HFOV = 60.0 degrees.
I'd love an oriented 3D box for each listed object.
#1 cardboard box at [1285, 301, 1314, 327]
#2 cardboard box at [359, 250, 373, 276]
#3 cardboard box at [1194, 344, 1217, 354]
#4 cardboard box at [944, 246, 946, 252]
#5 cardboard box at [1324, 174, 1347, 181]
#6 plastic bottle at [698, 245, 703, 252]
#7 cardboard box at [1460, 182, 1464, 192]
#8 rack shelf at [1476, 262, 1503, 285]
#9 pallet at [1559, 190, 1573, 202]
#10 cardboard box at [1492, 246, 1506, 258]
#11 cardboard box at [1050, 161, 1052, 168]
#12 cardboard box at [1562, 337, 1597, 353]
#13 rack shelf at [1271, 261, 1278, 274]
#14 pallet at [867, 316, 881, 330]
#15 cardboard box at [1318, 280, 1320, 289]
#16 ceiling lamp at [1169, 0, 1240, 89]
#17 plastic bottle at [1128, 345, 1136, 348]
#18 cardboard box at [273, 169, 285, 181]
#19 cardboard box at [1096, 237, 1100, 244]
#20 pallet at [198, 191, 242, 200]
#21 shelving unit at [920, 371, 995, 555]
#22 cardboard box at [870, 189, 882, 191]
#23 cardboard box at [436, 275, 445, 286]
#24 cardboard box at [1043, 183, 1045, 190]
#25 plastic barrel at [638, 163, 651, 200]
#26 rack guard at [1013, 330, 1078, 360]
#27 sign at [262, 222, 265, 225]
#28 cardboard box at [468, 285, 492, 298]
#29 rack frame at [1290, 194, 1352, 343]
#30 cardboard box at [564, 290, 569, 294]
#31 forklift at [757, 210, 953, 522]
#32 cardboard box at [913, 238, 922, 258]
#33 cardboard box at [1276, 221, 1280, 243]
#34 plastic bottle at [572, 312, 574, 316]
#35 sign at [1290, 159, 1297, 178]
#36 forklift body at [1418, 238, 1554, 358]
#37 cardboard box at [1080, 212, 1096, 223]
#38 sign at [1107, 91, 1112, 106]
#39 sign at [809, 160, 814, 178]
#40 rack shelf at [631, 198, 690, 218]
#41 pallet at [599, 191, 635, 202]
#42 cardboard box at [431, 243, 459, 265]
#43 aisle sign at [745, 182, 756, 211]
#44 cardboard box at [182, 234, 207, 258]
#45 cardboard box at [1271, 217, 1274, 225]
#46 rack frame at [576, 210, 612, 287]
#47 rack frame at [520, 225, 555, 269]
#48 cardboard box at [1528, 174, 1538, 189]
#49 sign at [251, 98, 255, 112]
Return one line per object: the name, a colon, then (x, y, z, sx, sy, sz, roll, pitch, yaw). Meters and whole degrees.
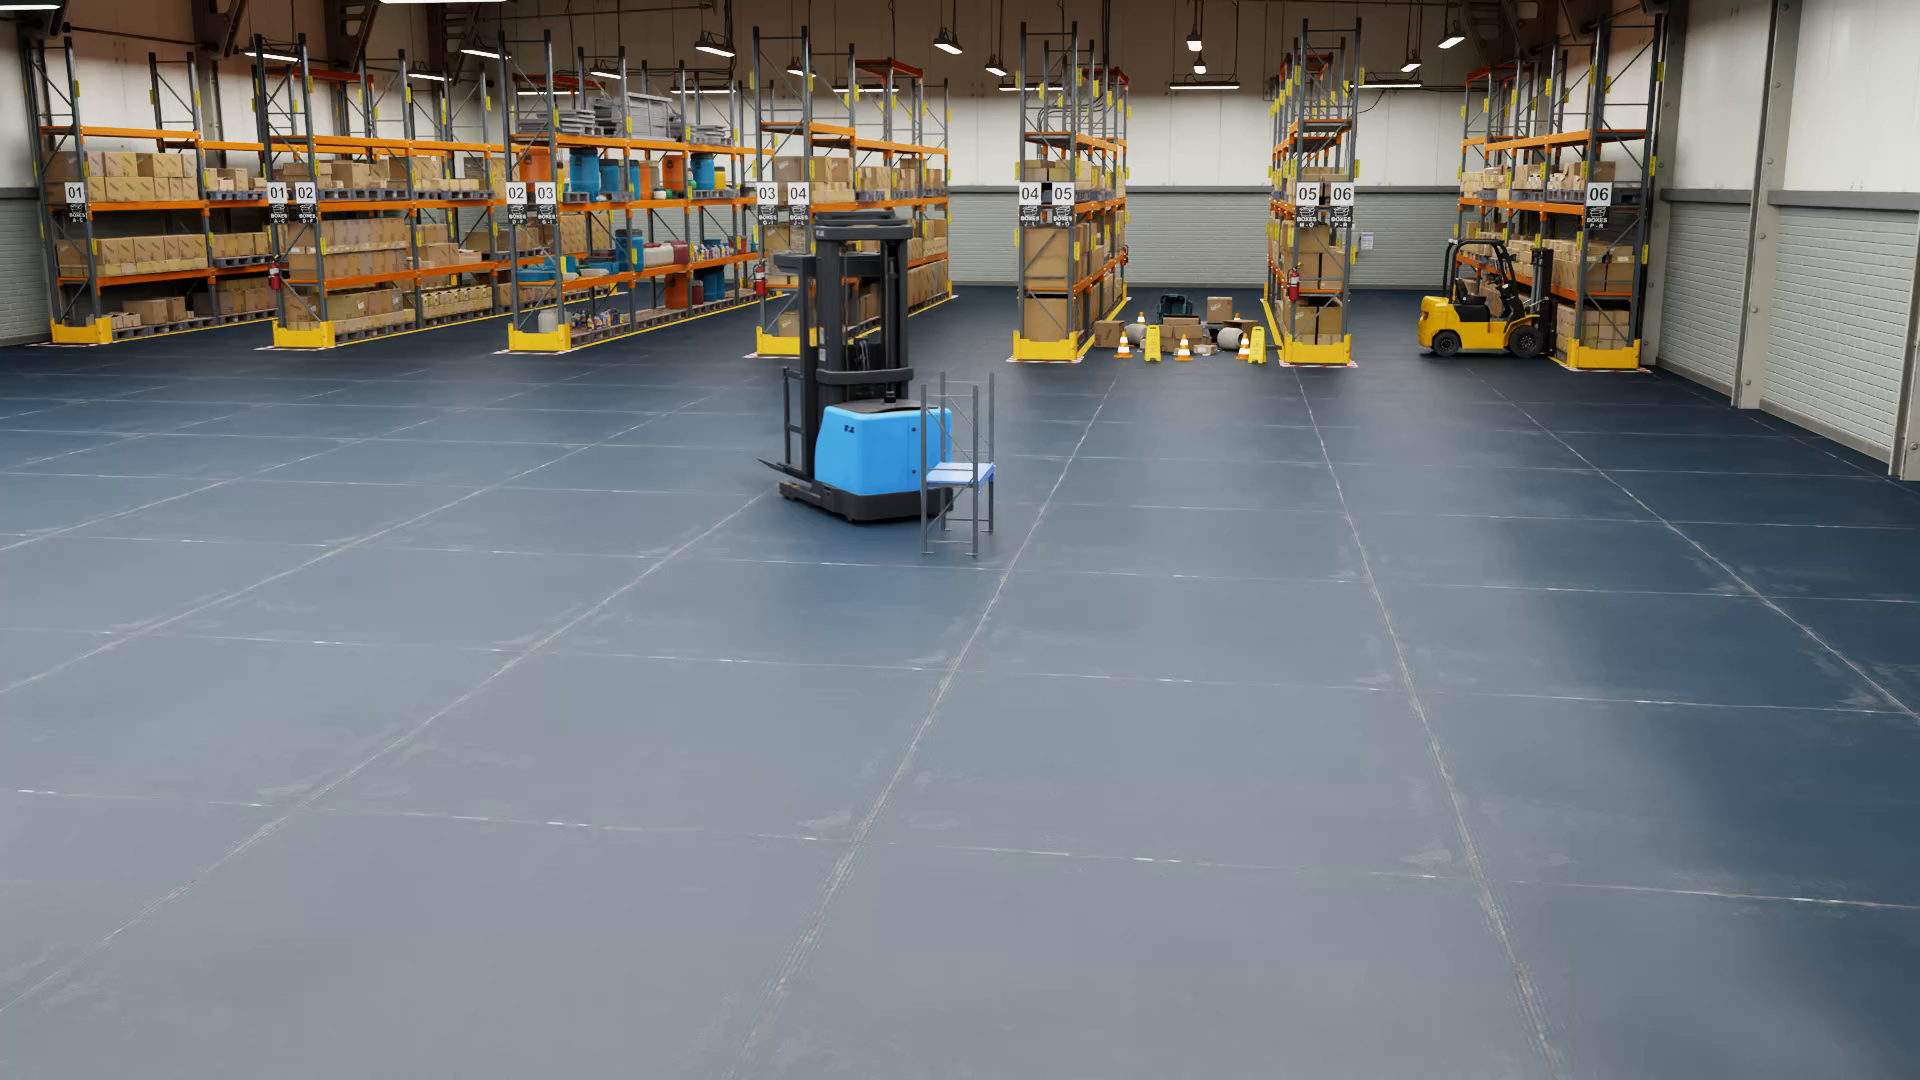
cardboard box: (6.520, -4.319, 31.922, 0.500, 0.500, 0.500, 2, 12, 7)
cardboard box: (-12.767, -5.814, 34.868, 0.700, 0.500, 0.500, 2, 12, 10)
cardboard box: (4.698, -3.647, 31.821, 0.380, 0.149, 0.250, 10, 15, 38)
cardboard box: (-0.606, -8.093, 46.278, 0.380, 0.149, 0.250, 2, 12, 9)
cardboard box: (6.749, -6.503, 29.890, 0.380, 0.149, 0.250, 2, 12, 8)
plastic bottle: (-6.506, -7.204, 41.674, 0.144, 0.351, 0.185, 2, 12, 9)
cardboard box: (13.520, -9.328, 43.944, 0.500, 0.250, 0.500, 2, 12, 8)
rack shelf: (12.936, -6.273, 38.944, 1.077, 0.370, 4.000, 2, 12, 9)
pallet: (11.718, -6.367, 30.763, 1.003, 0.211, 1.213, 2, 12, 9)
cardboard box: (12.471, -6.570, 37.975, 0.500, 0.250, 0.500, 1, 12, 6)
cardboard box: (1.575, -7.281, 32.263, 0.380, 0.149, 0.250, 2, 12, 8)
cardboard box: (11.158, -3.512, 29.955, 0.500, 0.250, 0.500, 2, 12, 9)
rack shelf: (8.031, -6.433, 39.686, 1.077, 0.370, 4.000, 2, 12, 9)
pallet: (-2.381, -4.910, 37.533, 1.003, 0.211, 1.213, 2, 12, 9)
cardboard box: (6.774, -4.697, 30.521, 0.380, 0.149, 0.250, 2, 12, 9)
ceiling lamp: (6.971, -14.457, 47.116, 2.000, 3.185, 0.800, 2, 12, 9)
plastic bottle: (3.331, -3.817, 32.818, 0.283, 0.061, 0.133, -2, 12, -11)
cardboard box: (-16.736, -9.002, 41.498, 0.700, 0.500, 0.500, 1, 12, 4)
cardboard box: (3.080, -6.972, 38.666, 0.380, 0.149, 0.250, 2, 12, 9)
pallet: (-17.167, -7.838, 37.823, 1.213, 0.211, 1.003, 2, 12, 9)
shelving unit: (-0.013, -0.715, 15.010, 0.538, 1.500, 1.048, 2, 12, 9)
cardboard box: (-2.043, -7.767, 37.406, 0.500, 0.250, 0.500, 2, 12, 10)
cardboard box: (-15.531, -7.670, 48.658, 0.700, 0.500, 0.500, 2, 12, 9)
cardboard box: (1.381, -6.626, 31.117, 0.380, 0.149, 0.250, 2, 12, 9)
plastic barrel: (-7.404, -8.226, 38.160, 0.600, 0.830, 0.708, 2, 12, 9)
rack guard: (1.582, -3.615, 30.838, 1.175, 0.500, 0.348, 2, 12, 9)
sign: (-17.301, -7.754, 41.361, 0.100, 0.325, 0.005, 2, 12, 9)
cardboard box: (-11.694, -6.029, 40.305, 0.500, 0.311, 0.500, 2, 12, 10)
rack frame: (6.493, -4.703, 29.951, 1.000, 3.000, 0.127, 2, 12, 9)
cardboard box: (-10.963, -6.825, 45.135, 0.500, 0.311, 0.500, 2, 12, 9)
forklift: (-1.217, -1.872, 16.979, 1.130, 2.935, 3.031, -7, 14, -28)
cardboard box: (-1.256, -7.464, 42.529, 0.500, 0.500, 0.500, 2, 12, 9)
cardboard box: (7.698, -7.232, 39.077, 0.500, 0.500, 0.500, 2, 12, 9)
plastic bottle: (-8.208, -4.677, 35.237, 0.061, 0.283, 0.133, 2, 12, 11)
sign: (5.947, -6.624, 29.645, 0.100, 0.325, 0.005, 2, 12, 9)
forklift body: (9.887, -4.582, 31.404, 2.313, 2.155, 1.214, 2, 12, 9)
cardboard box: (3.237, -8.130, 42.536, 0.500, 0.500, 0.500, 1, 12, 7)
sign: (3.365, -9.957, 37.498, 0.100, 0.325, 0.005, 2, 12, 9)
sign: (-2.763, -6.900, 30.952, 0.100, 0.325, 0.005, 2, 12, 9)
rack shelf: (-7.271, -7.548, 37.741, 1.077, 0.370, 4.000, 2, 12, 9)
pallet: (-7.593, -7.238, 35.042, 1.213, 0.211, 1.003, 2, 12, 9)
cardboard box: (-12.099, -6.710, 39.028, 0.500, 0.500, 0.500, 1, 12, 6)
aisle sign: (-6.015, -9.810, 47.481, 0.394, 0.787, 0.004, 2, 12, 9)
cardboard box: (-17.135, -6.533, 36.971, 0.500, 0.500, 0.500, 2, 12, 9)
cardboard box: (8.378, -8.161, 43.389, 0.500, 0.500, 0.500, 2, 12, 9)
rack frame: (-10.627, -8.676, 48.389, 1.000, 3.000, 0.127, 2, 12, 9)
rack frame: (-11.242, -7.844, 44.525, 1.000, 3.000, 0.127, 2, 12, 9)
cardboard box: (12.002, -7.371, 34.188, 0.500, 0.311, 0.500, 1, 12, 7)
sign: (-17.301, -10.655, 40.736, 0.100, 0.325, 0.005, 2, 12, 9)
